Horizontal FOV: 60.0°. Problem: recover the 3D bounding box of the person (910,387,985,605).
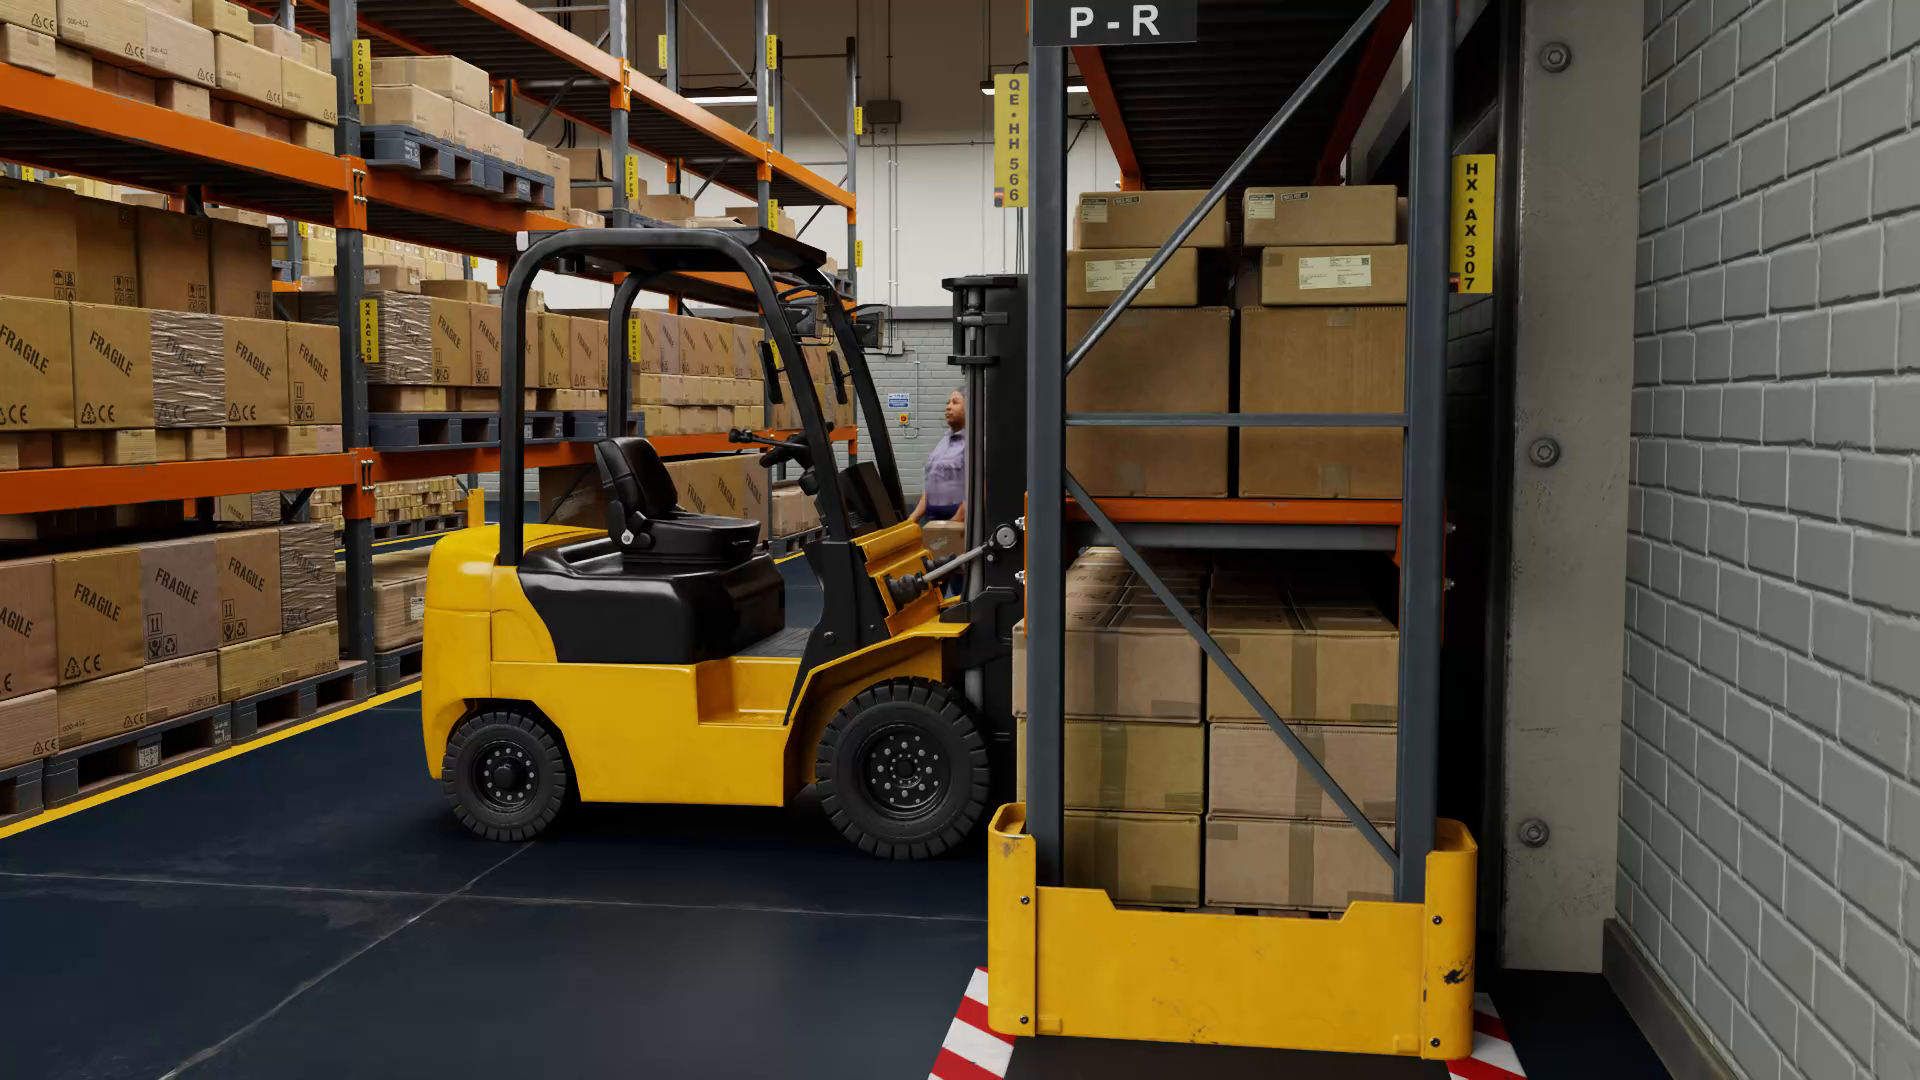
[{"bbox_3d":[-0.070,-0.020,9.151,0.495,1.649,0.518,-3,6,-36],"label":"person"}]
